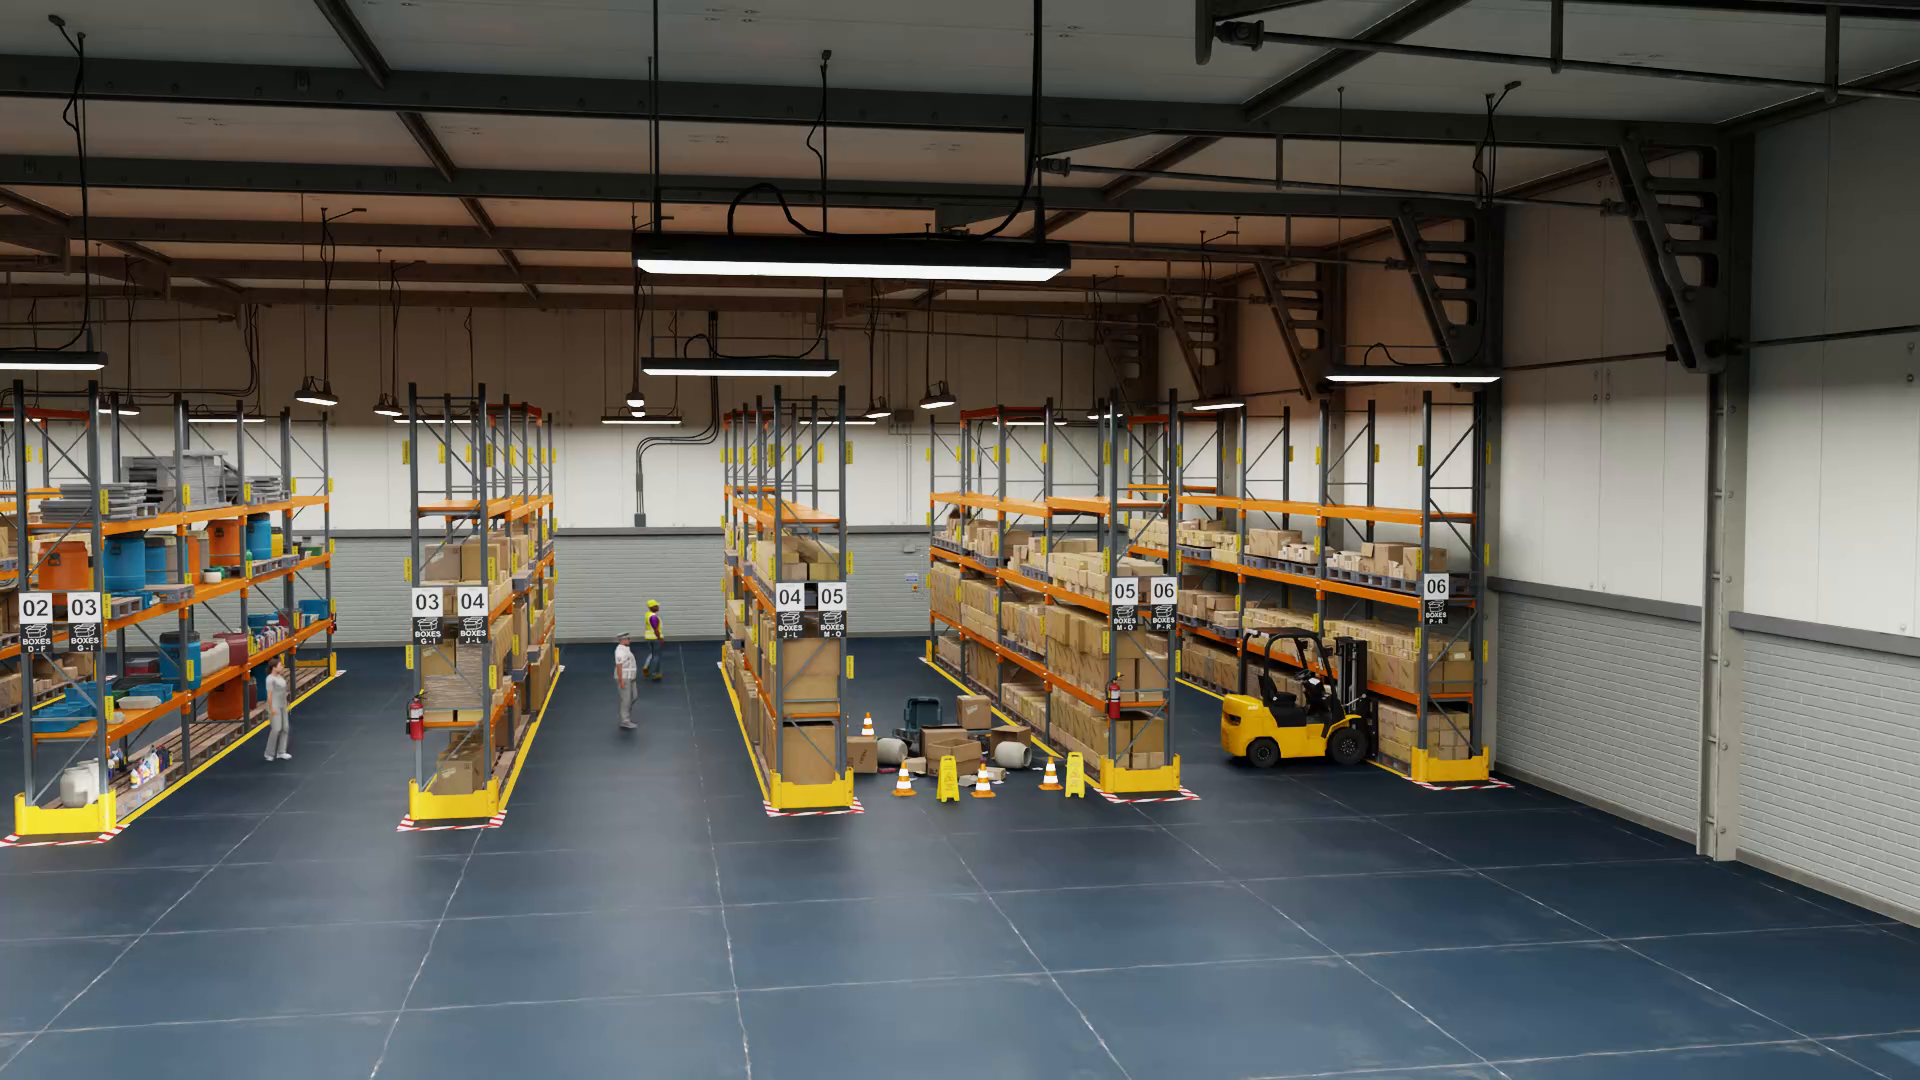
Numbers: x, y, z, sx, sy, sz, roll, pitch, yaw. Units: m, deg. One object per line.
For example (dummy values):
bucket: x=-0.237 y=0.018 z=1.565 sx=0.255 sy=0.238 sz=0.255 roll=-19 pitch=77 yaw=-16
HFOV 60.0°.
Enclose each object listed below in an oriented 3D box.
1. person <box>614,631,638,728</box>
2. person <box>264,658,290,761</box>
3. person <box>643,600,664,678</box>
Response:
person: x=-6.172 y=2.575 z=30.793 sx=0.511 sy=1.791 sz=0.608 roll=0 pitch=3 yaw=9
person: x=-11.269 y=2.821 z=27.494 sx=0.394 sy=1.742 sz=0.501 roll=1 pitch=3 yaw=14
person: x=-6.867 y=2.217 z=37.266 sx=0.571 sy=1.759 sz=0.488 roll=2 pitch=3 yaw=34
